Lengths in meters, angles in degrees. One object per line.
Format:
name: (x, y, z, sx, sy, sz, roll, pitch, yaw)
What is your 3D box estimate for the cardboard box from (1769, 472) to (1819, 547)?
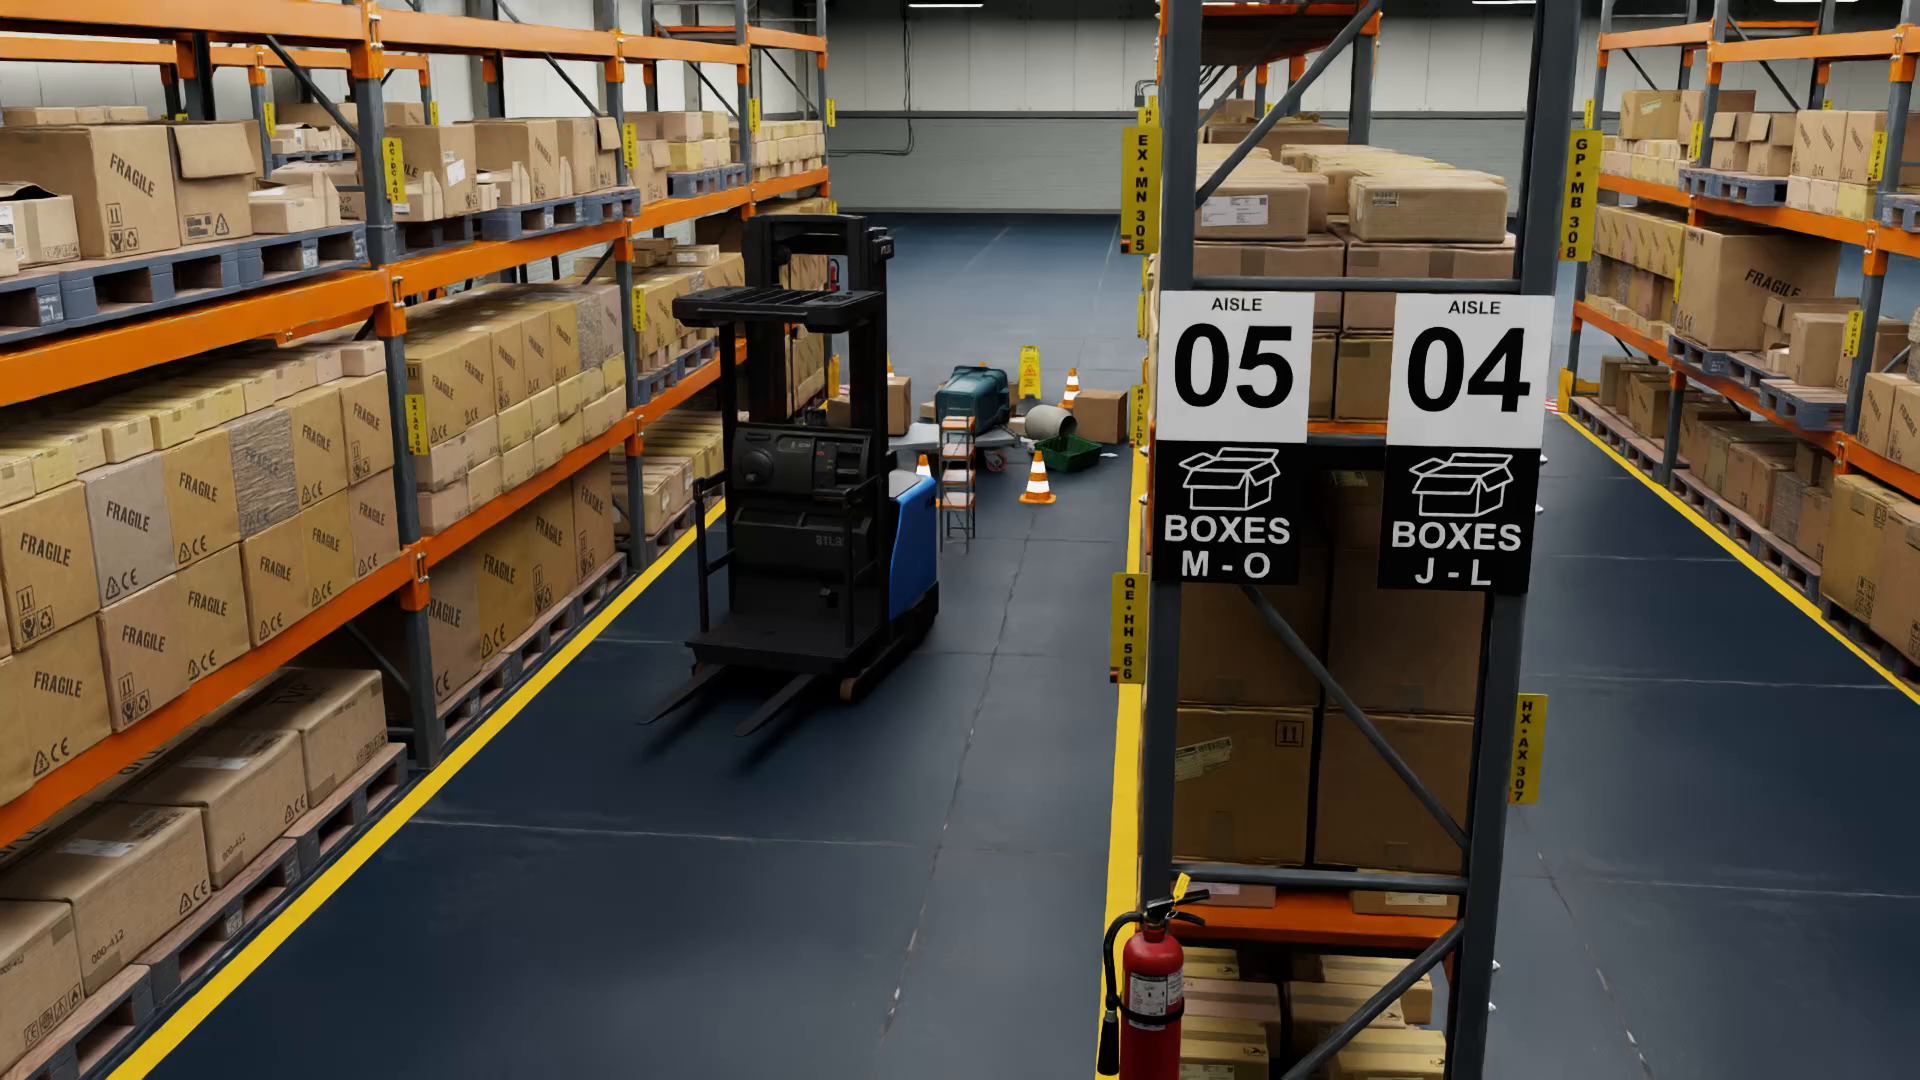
cardboard box: (6.949, -0.244, 13.265, 0.700, 0.500, 0.500, 0, 15, 2)

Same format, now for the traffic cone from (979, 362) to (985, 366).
traffic cone: (0.274, -1.968, 20.554, 0.336, 0.463, 0.334, 2, 15, 6)

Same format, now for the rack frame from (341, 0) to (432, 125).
rack frame: (-7.033, -6.328, 20.325, 1.000, 3.000, 0.127, 2, 15, 6)

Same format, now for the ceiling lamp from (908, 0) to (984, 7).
ceiling lamp: (-0.339, -15.630, 43.545, 2.000, 3.185, 0.800, 2, 15, 6)

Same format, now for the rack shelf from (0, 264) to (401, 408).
rack shelf: (-3.680, -0.756, 6.845, 1.077, 0.370, 4.000, 2, 15, 6)

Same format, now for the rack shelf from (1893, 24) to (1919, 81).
rack shelf: (6.618, -2.757, 9.263, 1.077, 0.370, 4.000, 2, 15, 6)

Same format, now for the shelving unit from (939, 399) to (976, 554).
shelving unit: (-0.019, -0.536, 13.847, 0.258, 1.200, 0.503, 2, 15, 6)

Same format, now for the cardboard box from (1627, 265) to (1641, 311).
cardboard box: (7.552, -2.654, 17.469, 0.875, 0.500, 0.500, 2, 15, 6)

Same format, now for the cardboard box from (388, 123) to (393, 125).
cardboard box: (-6.853, -4.777, 19.595, 0.396, 0.266, 0.258, 2, 15, 6)

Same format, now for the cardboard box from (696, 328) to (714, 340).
cardboard box: (-2.465, -1.925, 15.212, 0.380, 0.149, 0.250, 2, 15, 6)

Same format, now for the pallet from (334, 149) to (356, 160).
pallet: (-7.274, -4.337, 18.879, 1.003, 0.211, 1.213, 2, 15, 6)

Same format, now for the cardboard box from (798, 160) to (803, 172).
cardboard box: (-1.998, -4.250, 18.866, 0.380, 0.149, 0.250, 2, 15, 6)

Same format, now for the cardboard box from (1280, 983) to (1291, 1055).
cardboard box: (1.365, 1.749, 6.036, 0.380, 0.149, 0.250, 2, 15, 7)

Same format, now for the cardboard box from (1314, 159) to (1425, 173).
cardboard box: (1.491, -1.306, 6.065, 0.380, 0.149, 0.250, 2, 15, 8)

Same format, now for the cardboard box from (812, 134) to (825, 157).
cardboard box: (-1.891, -4.665, 19.640, 0.500, 0.250, 0.500, 2, 15, 6)

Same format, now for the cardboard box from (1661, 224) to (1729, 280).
cardboard box: (7.072, -2.757, 15.934, 0.500, 0.500, 0.500, 2, 15, 6)

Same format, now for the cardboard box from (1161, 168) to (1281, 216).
cardboard box: (0.845, -1.121, 5.381, 0.380, 0.149, 0.250, 2, 15, 7)

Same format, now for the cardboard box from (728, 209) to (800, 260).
cardboard box: (-2.124, -3.293, 17.916, 0.700, 0.500, 0.500, 1, 15, 5)

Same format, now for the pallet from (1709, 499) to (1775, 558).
pallet: (7.073, -0.092, 14.098, 1.003, 0.211, 1.213, 2, 15, 6)

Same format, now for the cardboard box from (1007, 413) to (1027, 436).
cardboard box: (0.742, -1.310, 18.498, 0.396, 0.266, 0.258, 4, 16, 16)

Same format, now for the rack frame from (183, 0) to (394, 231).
rack frame: (-3.455, -3.070, 8.278, 1.000, 3.000, 0.127, 2, 15, 6)

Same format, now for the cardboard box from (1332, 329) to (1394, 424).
cardboard box: (1.328, -0.502, 4.813, 0.500, 0.250, 0.500, 2, 15, 8)

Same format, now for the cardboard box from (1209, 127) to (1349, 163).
cardboard box: (1.627, -1.849, 8.511, 0.700, 0.500, 0.500, 2, 15, 6)

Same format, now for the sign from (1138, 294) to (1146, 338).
sign: (1.375, -1.667, 12.361, 0.100, 0.325, 0.005, 2, 15, 6)

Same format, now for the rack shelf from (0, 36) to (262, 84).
rack shelf: (-7.710, -4.232, 14.716, 1.077, 0.370, 4.000, 2, 15, 6)

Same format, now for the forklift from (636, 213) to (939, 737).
forklift: (-1.078, -0.510, 10.433, 1.130, 2.935, 3.031, 5, 16, 17)

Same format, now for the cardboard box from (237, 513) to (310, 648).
cardboard box: (-3.348, 0.170, 7.597, 0.500, 0.500, 0.500, 1, 15, 5)

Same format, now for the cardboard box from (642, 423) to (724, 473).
cardboard box: (-2.687, -0.861, 15.829, 0.950, 0.372, 0.625, 3, 15, 10)

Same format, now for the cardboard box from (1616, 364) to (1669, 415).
cardboard box: (7.625, -1.673, 18.589, 0.500, 0.500, 0.500, 6, 16, 21)

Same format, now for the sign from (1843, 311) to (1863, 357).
sign: (6.303, -1.454, 11.727, 0.100, 0.325, 0.005, 2, 15, 6)

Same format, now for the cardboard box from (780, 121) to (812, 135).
cardboard box: (-1.923, -4.770, 19.261, 0.380, 0.149, 0.250, 2, 15, 6)

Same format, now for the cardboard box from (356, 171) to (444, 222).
cardboard box: (-3.051, -1.880, 9.074, 0.396, 0.266, 0.258, 2, 15, 6)

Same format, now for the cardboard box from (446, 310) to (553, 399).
cardboard box: (-2.978, -1.208, 10.776, 0.500, 0.500, 0.500, 1, 15, 5)

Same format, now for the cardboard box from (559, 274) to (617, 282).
cardboard box: (-3.125, -1.998, 14.238, 0.500, 0.500, 0.500, 1, 15, 2)

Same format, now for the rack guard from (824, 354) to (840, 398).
rack guard: (-2.109, -2.060, 20.824, 1.175, 0.500, 0.348, 2, 15, 6)

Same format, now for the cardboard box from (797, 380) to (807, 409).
cardboard box: (-2.044, -1.675, 19.072, 0.500, 0.250, 0.500, 1, 15, 4)

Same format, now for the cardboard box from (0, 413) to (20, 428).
cardboard box: (-3.975, -0.413, 6.592, 0.380, 0.149, 0.250, 2, 15, 8)

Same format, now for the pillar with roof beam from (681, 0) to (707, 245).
pillar with roof beam: (-1.699, -10.716, 36.551, 9.100, 9.000, 0.400, 2, 15, 6)

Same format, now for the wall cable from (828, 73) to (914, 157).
wall cable: (-2.976, -13.181, 51.617, 3.097, 2.526, 0.112, 2, 15, 6)

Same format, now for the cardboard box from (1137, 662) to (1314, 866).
cardboard box: (0.819, 0.667, 5.189, 0.500, 0.500, 0.500, 2, 15, 7)

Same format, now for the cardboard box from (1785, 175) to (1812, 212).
cardboard box: (6.755, -2.685, 12.887, 0.500, 0.250, 0.500, 2, 15, 8)

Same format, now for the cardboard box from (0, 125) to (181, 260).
cardboard box: (-3.530, -1.403, 6.669, 0.500, 0.500, 0.500, 2, 15, 7)

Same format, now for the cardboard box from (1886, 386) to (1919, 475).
cardboard box: (6.462, -0.716, 10.873, 0.500, 0.500, 0.500, 1, 15, 5)

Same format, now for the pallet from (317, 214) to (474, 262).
pallet: (-3.400, -1.769, 9.579, 0.805, 0.209, 1.217, 1, 15, 4)

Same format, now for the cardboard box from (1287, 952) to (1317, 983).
cardboard box: (1.433, 1.540, 6.239, 0.380, 0.149, 0.250, 1, 15, 4)

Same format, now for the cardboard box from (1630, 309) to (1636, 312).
cardboard box: (7.315, -2.352, 17.594, 0.380, 0.149, 0.250, 2, 15, 6)

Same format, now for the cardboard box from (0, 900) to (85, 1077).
cardboard box: (-3.931, 1.723, 6.148, 0.875, 0.438, 0.875, 1, 15, 4)

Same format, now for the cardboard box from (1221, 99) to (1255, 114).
cardboard box: (2.841, -4.375, 16.804, 0.380, 0.149, 0.250, 1, 15, 5)

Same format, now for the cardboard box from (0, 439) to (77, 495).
cardboard box: (-3.477, -0.268, 6.057, 0.380, 0.149, 0.250, 1, 15, 4)

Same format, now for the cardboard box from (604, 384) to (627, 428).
cardboard box: (-2.803, -1.001, 12.404, 0.500, 0.250, 0.500, 1, 15, 4)

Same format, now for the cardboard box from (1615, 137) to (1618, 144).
cardboard box: (7.454, -4.365, 18.335, 0.380, 0.149, 0.250, 1, 15, 5)

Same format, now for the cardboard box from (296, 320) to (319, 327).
cardboard box: (-7.175, -2.550, 17.655, 0.500, 0.500, 0.500, 1, 15, 5)

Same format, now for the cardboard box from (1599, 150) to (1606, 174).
cardboard box: (7.435, -4.253, 18.685, 0.500, 0.250, 0.500, 2, 15, 8)
